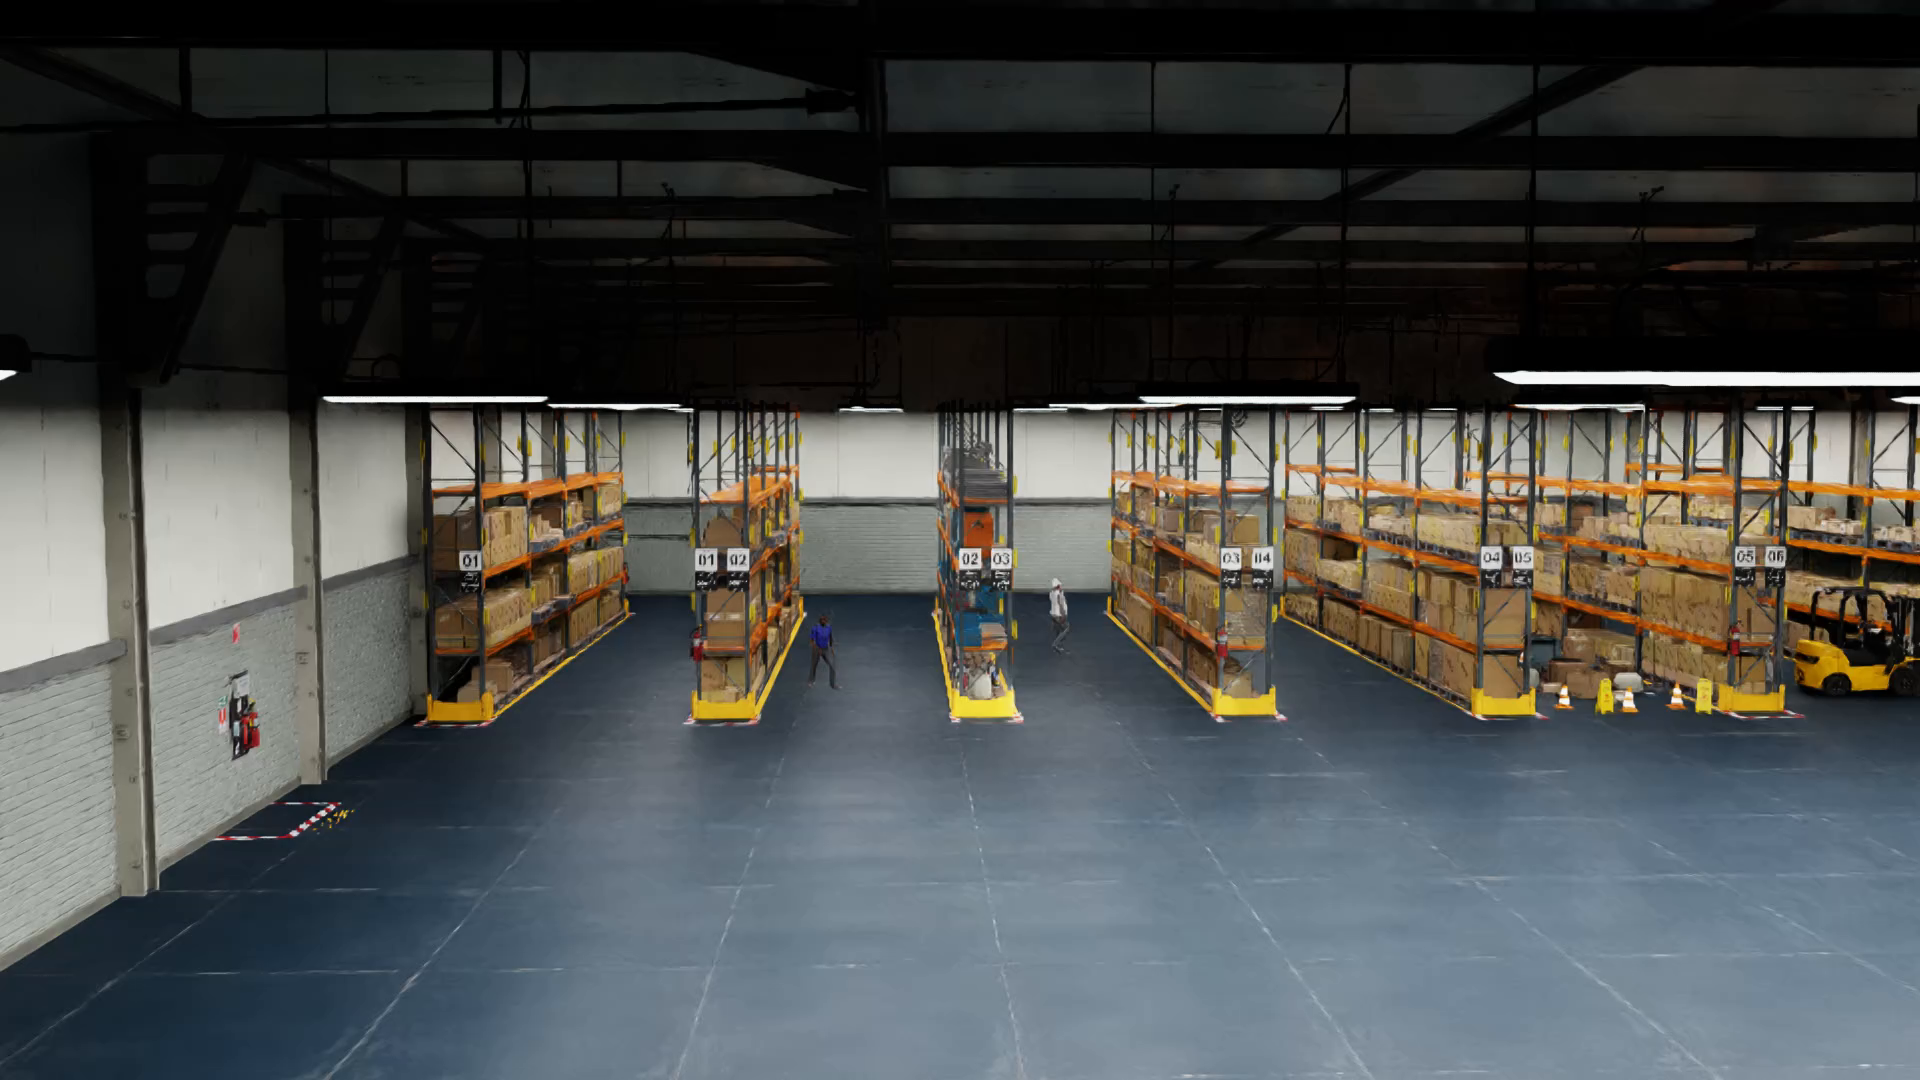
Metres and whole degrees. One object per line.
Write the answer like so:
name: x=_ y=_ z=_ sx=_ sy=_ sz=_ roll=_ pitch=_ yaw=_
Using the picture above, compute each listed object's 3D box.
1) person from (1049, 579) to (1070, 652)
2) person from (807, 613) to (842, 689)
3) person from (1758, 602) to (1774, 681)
person: x=2.350 y=1.812 z=39.850 sx=0.447 sy=1.770 sz=0.569 roll=-2 pitch=5 yaw=-28
person: x=-2.857 y=2.309 z=34.553 sx=0.625 sy=1.566 sz=0.815 roll=-2 pitch=5 yaw=-21
person: x=17.213 y=2.166 z=35.695 sx=0.544 sy=1.667 sz=0.573 roll=2 pitch=5 yaw=28
